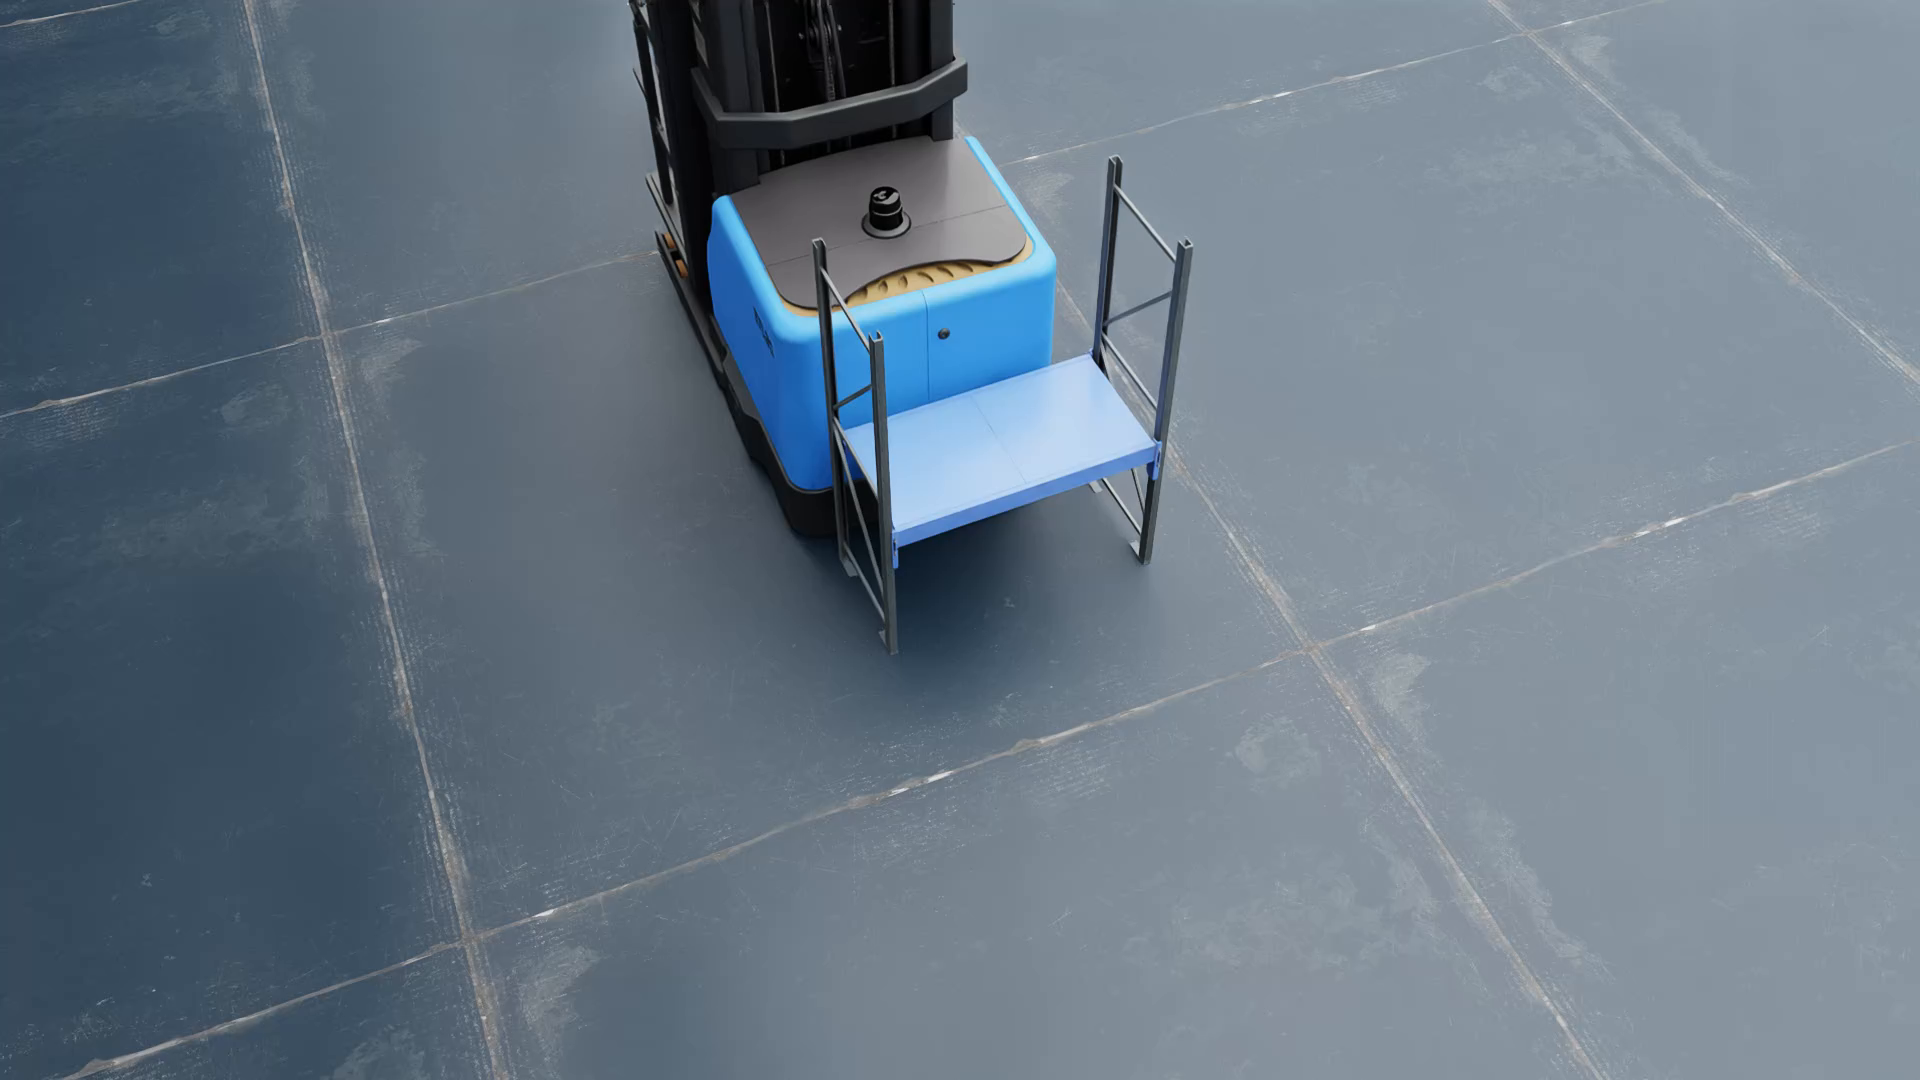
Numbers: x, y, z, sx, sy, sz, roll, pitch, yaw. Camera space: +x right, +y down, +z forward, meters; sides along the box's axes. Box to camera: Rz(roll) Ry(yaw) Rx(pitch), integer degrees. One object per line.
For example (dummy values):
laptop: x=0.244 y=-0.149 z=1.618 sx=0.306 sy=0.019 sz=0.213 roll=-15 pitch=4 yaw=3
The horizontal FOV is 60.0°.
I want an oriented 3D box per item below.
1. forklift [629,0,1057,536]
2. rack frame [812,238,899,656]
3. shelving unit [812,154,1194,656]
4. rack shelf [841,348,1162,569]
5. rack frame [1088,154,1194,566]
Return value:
forklift: x=-0.672 y=-2.110 z=6.130 sx=1.130 sy=2.935 sz=3.031 roll=-17 pitch=51 yaw=-14
rack frame: x=-0.335 y=-0.255 z=5.481 sx=0.032 sy=1.500 sz=0.500 roll=-19 pitch=52 yaw=-15
shelving unit: x=0.129 y=-0.413 z=5.616 sx=1.048 sy=1.500 sz=0.538 roll=-19 pitch=52 yaw=-15
rack shelf: x=0.129 y=-0.296 z=5.753 sx=1.000 sy=0.185 sz=0.538 roll=-19 pitch=52 yaw=-15
rack frame: x=0.593 y=-0.571 z=5.752 sx=0.032 sy=1.500 sz=0.500 roll=-19 pitch=52 yaw=-15
